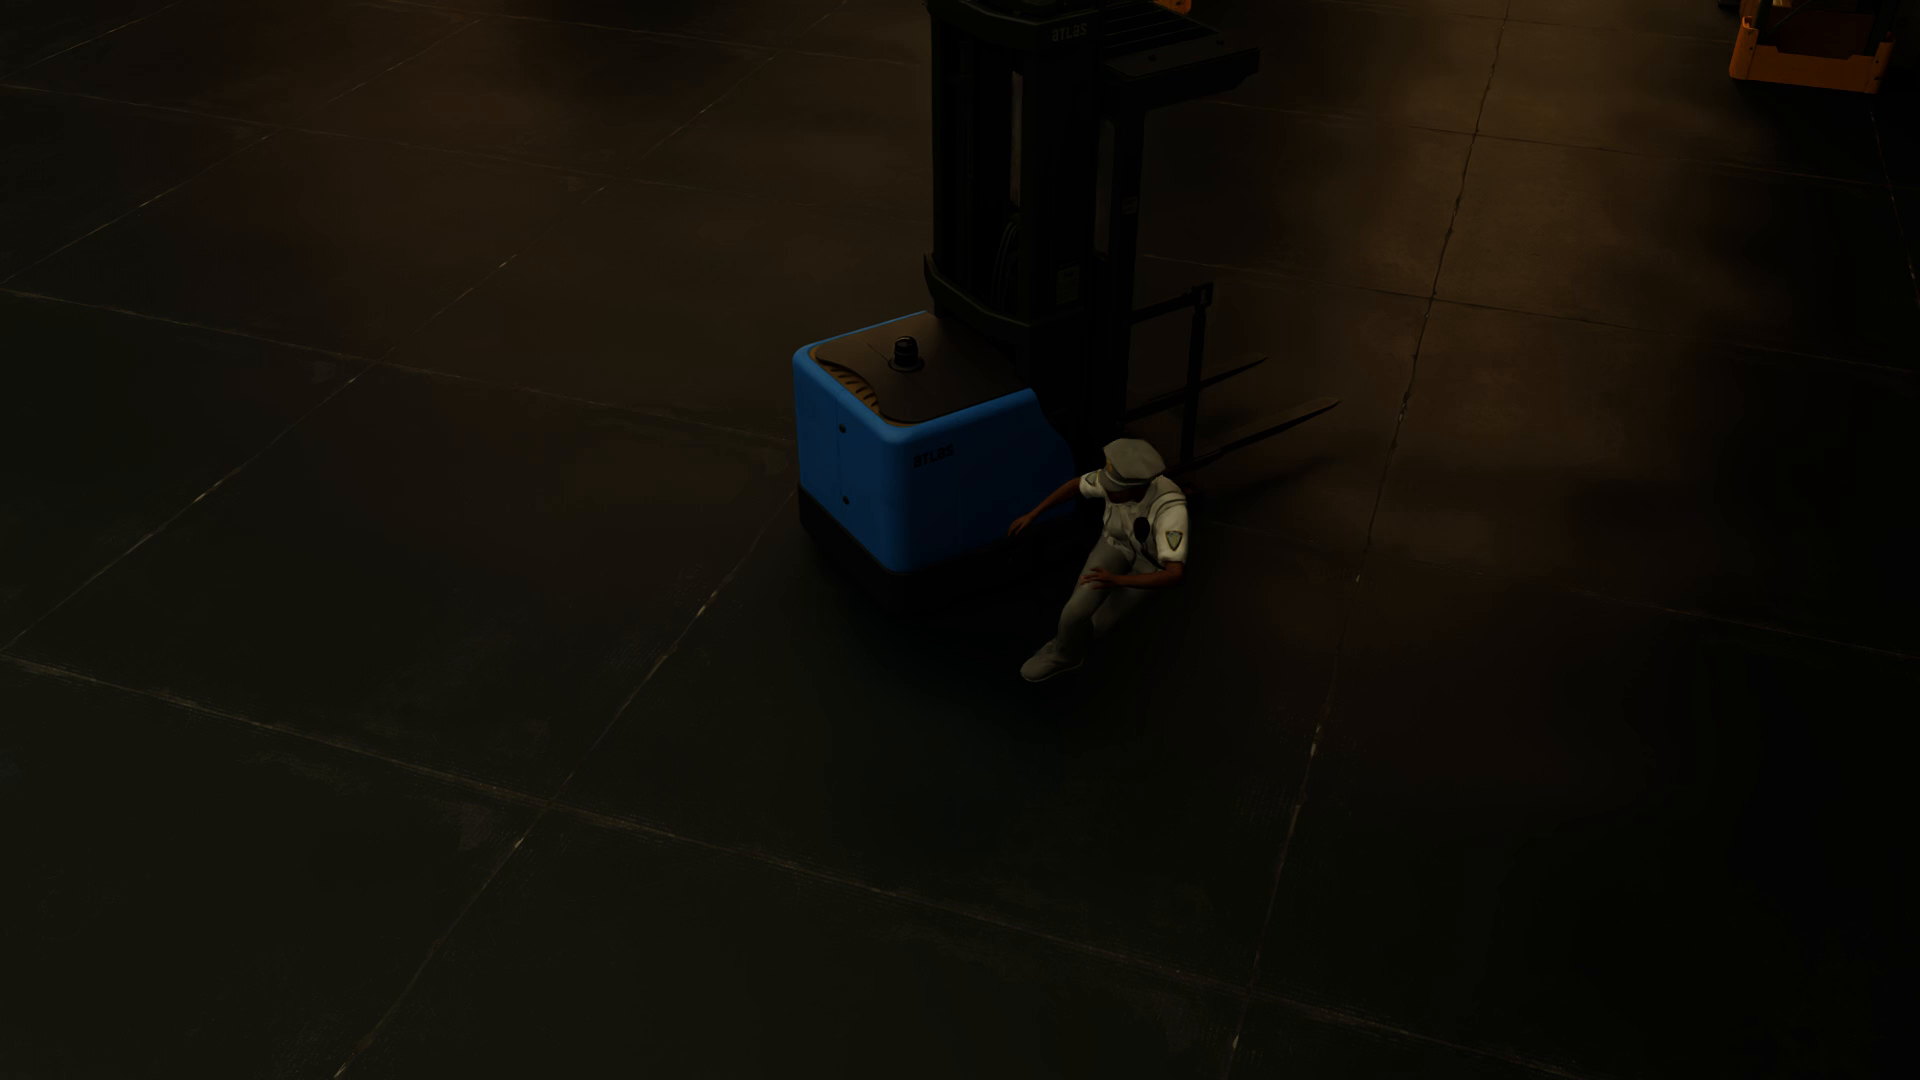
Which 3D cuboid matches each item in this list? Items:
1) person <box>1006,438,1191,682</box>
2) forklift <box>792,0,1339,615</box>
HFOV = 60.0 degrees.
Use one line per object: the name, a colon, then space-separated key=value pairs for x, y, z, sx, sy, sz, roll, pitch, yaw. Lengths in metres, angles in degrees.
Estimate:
person: x=0.600 y=0.156 z=7.208 sx=0.899 sy=1.430 sz=0.848 roll=18 pitch=39 yaw=23
forklift: x=0.683 y=-1.482 z=8.201 sx=3.031 sy=2.935 sz=1.130 roll=-20 pitch=40 yaw=-26
